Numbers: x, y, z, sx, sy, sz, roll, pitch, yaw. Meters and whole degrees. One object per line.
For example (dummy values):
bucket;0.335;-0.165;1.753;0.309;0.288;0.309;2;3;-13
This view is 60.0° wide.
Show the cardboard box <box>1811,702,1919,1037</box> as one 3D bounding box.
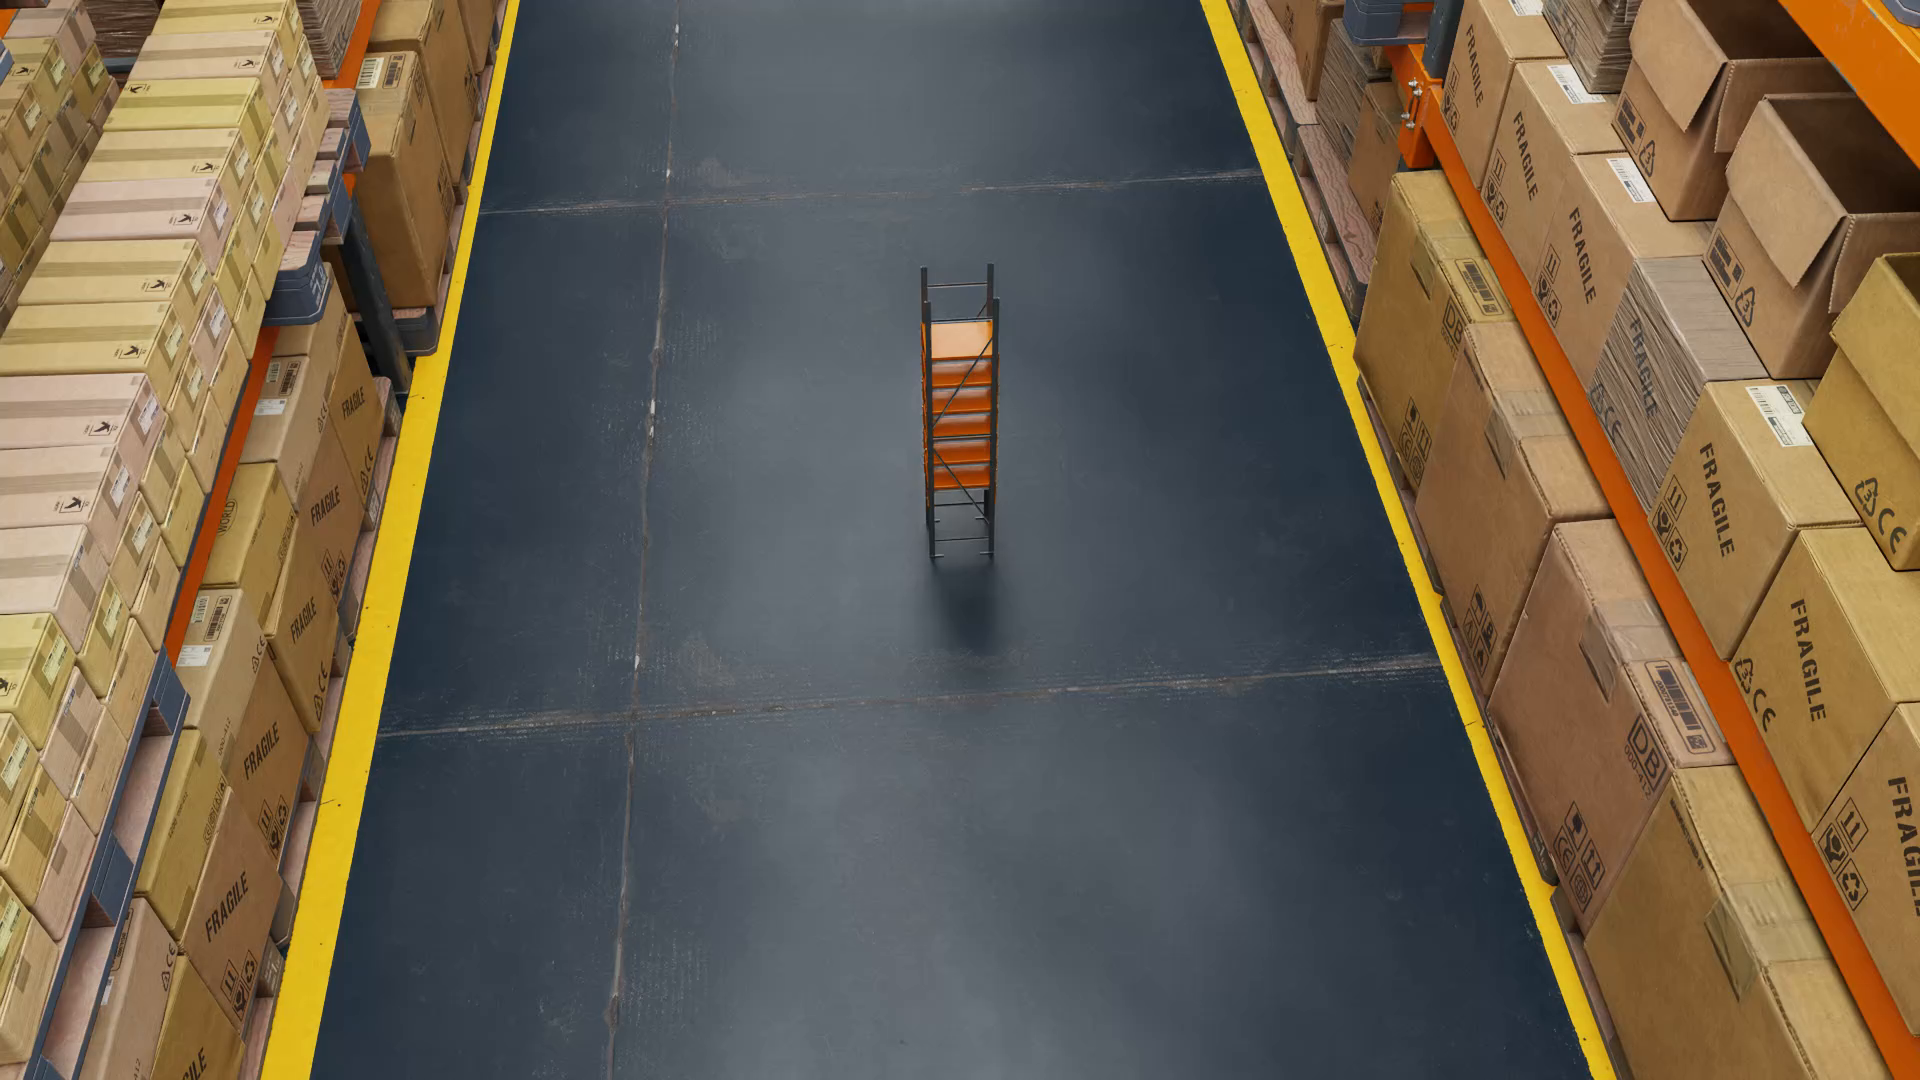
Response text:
cardboard box;2.215;0.674;3.476;0.500;0.500;0.500;-3;47;-3

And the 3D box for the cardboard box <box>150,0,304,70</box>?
cardboard box;-2.262;-1.571;5.146;0.380;0.149;0.250;-5;47;-5

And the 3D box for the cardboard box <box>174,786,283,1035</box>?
cardboard box;-2.268;1.041;4.631;0.500;0.500;0.500;-2;47;-1

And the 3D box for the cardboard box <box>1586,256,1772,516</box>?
cardboard box;2.093;-0.424;4.517;0.500;0.500;0.500;-3;47;-3

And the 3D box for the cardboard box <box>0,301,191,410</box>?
cardboard box;-2.135;-0.447;4.081;0.380;0.149;0.250;-2;47;-2

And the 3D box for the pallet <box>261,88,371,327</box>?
pallet;-2.594;-1.060;5.320;1.213;0.211;1.003;-3;47;-3

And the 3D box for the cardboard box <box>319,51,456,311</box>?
cardboard box;-2.721;-1.452;6.819;1.050;0.750;0.750;-4;47;-4

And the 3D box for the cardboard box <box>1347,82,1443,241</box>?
cardboard box;2.115;-1.639;7.155;0.700;0.500;0.500;-6;47;-5

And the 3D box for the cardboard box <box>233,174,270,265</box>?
cardboard box;-2.195;-0.901;4.717;0.380;0.149;0.250;-3;47;-3

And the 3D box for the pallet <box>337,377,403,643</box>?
pallet;-2.696;-0.111;6.210;1.003;0.211;1.213;-3;47;-3

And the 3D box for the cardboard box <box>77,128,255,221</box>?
cardboard box;-2.195;-1.007;4.611;0.380;0.149;0.250;-2;47;-2

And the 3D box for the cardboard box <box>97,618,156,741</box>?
cardboard box;-2.065;0.325;3.760;0.380;0.149;0.250;-3;47;-3

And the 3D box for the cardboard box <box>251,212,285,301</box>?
cardboard box;-2.202;-0.818;4.842;0.380;0.149;0.250;-4;47;-4

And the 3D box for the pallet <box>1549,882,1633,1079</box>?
pallet;2.387;1.436;4.745;1.003;0.211;1.213;-3;47;-3

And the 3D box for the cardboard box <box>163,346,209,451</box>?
cardboard box;-2.132;-0.346;4.190;0.380;0.149;0.250;-4;47;-4

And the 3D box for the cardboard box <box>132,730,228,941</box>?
cardboard box;-2.270;0.780;4.361;0.500;0.250;0.500;-2;47;-2

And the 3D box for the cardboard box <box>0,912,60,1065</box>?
cardboard box;-1.999;0.888;3.227;0.380;0.149;0.250;-6;47;-5

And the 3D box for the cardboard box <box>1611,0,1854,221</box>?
cardboard box;2.288;-1.241;4.600;0.797;0.503;0.637;-3;47;-2

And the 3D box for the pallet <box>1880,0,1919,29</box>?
pallet;2.395;-1.558;3.724;1.003;0.211;1.213;-2;47;-1

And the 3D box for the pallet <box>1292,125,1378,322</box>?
pallet;2.127;-1.470;7.497;1.003;0.211;1.213;-3;47;-3

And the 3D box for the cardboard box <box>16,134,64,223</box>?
cardboard box;-2.869;-1.045;4.852;0.380;0.149;0.250;-5;47;-5

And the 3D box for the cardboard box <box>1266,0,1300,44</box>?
cardboard box;1.955;-2.853;8.304;0.700;0.500;0.500;-7;47;-7

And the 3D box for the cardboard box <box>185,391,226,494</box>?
cardboard box;-2.132;-0.239;4.294;0.380;0.149;0.250;-5;47;-5

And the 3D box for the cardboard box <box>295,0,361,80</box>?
cardboard box;-2.528;-2.011;6.020;0.500;0.500;0.500;-3;47;-3

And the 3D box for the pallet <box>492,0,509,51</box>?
pallet;-2.955;-3.017;8.962;1.003;0.211;1.213;-3;47;-3

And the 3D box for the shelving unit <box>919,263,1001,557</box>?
shelving unit;-0.001;-0.423;5.824;0.258;1.200;0.189;-3;47;-3

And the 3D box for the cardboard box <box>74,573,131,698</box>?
cardboard box;-2.067;0.223;3.651;0.380;0.149;0.250;-5;47;-5

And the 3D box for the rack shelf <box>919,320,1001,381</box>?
rack shelf;-0.001;-0.640;5.595;0.258;0.103;0.180;-3;47;-3

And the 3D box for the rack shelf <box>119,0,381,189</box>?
rack shelf;-2.927;-2.835;7.364;1.077;0.370;4.000;-3;47;-3

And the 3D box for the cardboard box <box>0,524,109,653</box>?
cardboard box;-2.066;0.116;3.549;0.380;0.149;0.250;-4;47;-4

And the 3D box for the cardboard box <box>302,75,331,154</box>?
cardboard box;-2.260;-1.364;5.360;0.380;0.149;0.250;-3;47;-3

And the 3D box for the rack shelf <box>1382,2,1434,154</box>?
rack shelf;2.024;-3.063;7.581;1.077;0.370;4.000;-3;47;-3

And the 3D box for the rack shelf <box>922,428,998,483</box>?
rack shelf;-0.001;-0.310;5.944;0.258;0.103;0.180;-3;47;-3

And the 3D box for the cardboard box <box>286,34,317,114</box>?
cardboard box;-2.264;-1.466;5.251;0.380;0.149;0.250;-3;47;-2

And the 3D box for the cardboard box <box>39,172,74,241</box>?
cardboard box;-2.878;-0.968;4.984;0.380;0.149;0.250;-1;47;-1

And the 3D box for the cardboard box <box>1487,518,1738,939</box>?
cardboard box;2.377;0.508;4.877;1.225;0.875;0.875;-5;47;-5

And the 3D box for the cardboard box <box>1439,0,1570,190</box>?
cardboard box;1.961;-1.530;5.564;0.500;0.500;0.500;-2;47;-2

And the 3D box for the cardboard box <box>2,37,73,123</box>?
cardboard box;-2.889;-1.357;4.944;0.380;0.149;0.250;-5;47;-4

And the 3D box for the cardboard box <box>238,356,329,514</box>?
cardboard box;-2.388;-0.334;5.417;0.500;0.250;0.500;-3;47;-3

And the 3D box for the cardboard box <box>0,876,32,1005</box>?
cardboard box;-1.999;0.786;3.119;0.380;0.149;0.250;-3;47;-3

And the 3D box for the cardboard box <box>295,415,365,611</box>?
cardboard box;-2.404;-0.084;5.696;0.500;0.500;0.500;-2;47;-2
